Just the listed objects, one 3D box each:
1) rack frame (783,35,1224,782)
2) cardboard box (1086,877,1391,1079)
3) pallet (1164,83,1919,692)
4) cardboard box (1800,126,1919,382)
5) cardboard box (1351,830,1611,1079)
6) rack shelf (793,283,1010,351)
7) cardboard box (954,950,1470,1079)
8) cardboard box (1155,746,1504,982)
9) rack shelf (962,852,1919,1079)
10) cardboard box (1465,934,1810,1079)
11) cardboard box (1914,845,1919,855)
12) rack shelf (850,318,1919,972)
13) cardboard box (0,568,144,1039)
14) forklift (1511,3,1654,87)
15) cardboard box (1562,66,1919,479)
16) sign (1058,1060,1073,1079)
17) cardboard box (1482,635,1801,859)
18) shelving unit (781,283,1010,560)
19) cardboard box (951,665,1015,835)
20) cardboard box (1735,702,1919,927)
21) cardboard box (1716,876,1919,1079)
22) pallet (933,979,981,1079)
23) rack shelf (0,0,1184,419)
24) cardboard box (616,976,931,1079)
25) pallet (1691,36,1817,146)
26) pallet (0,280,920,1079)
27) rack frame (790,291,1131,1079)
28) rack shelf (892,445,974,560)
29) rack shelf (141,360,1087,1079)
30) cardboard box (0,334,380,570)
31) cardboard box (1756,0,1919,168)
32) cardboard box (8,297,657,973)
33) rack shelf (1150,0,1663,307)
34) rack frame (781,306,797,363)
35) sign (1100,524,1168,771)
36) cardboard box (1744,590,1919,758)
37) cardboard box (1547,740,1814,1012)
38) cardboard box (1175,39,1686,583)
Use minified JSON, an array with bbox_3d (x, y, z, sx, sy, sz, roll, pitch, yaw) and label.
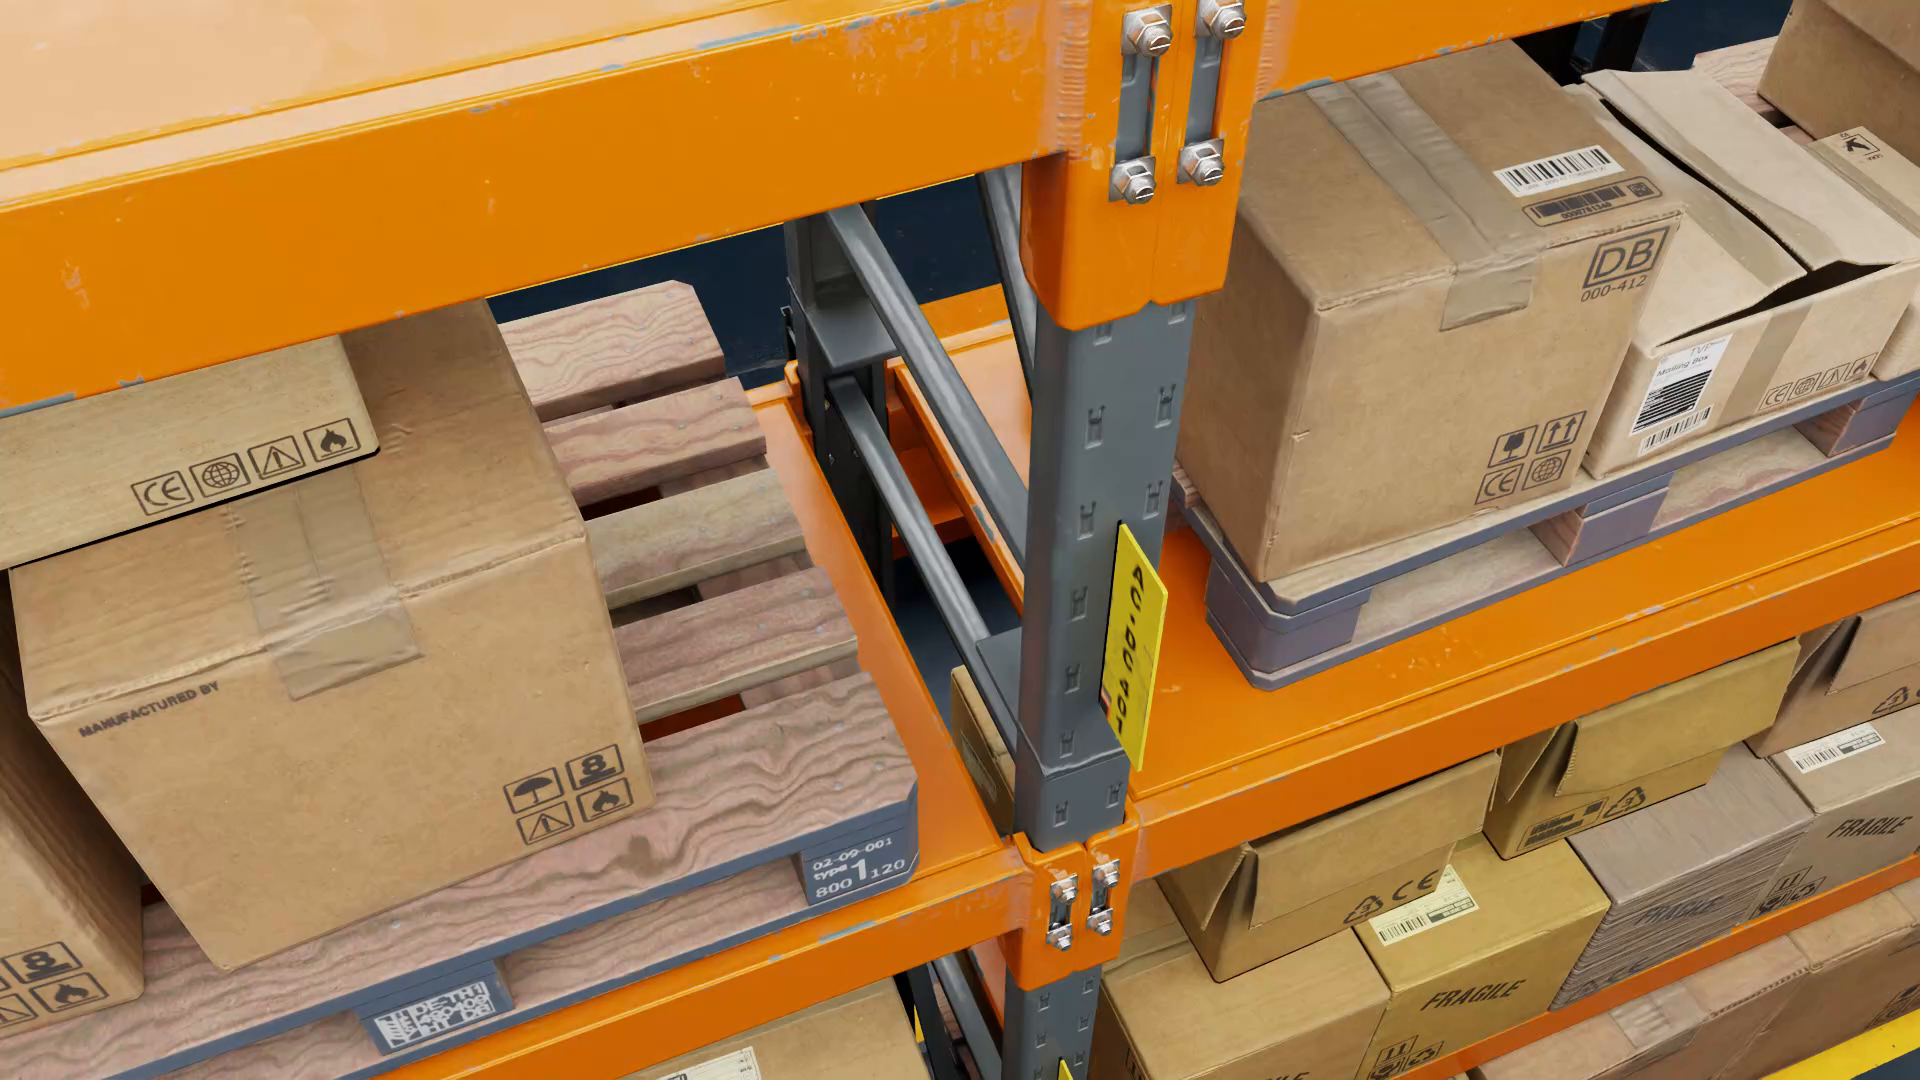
[{"bbox_3d":[-0.026,-1.049,1.219,0.127,3.000,1.000,-17,52,-14],"label":"rack frame"},{"bbox_3d":[0.494,0.916,3.420,0.500,0.500,0.500,-17,51,-14],"label":"cardboard box"},{"bbox_3d":[0.804,-0.307,2.686,1.217,0.209,0.805,-19,52,-16],"label":"pallet"},{"bbox_3d":[1.409,-0.449,2.570,0.250,0.149,0.380,-19,52,-16],"label":"cardboard box"},{"bbox_3d":[0.959,0.772,3.544,0.500,0.500,0.500,-17,51,-14],"label":"cardboard box"},{"bbox_3d":[-0.006,-0.555,5.600,1.000,0.278,0.538,-17,52,-14],"label":"rack shelf"},{"bbox_3d":[0.558,1.263,4.312,0.875,0.875,1.225,-17,51,-14],"label":"cardboard box"},{"bbox_3d":[0.562,0.357,3.239,0.637,0.503,0.797,-18,52,-15],"label":"cardboard box"},{"bbox_3d":[1.825,0.566,4.261,4.000,0.370,1.077,-17,52,-14],"label":"rack shelf"},{"bbox_3d":[1.385,1.006,4.532,0.875,0.875,1.225,-19,52,-15],"label":"cardboard box"},{"bbox_3d":[2.370,0.331,3.923,0.500,0.500,0.500,-19,52,-15],"label":"cardboard box"},{"bbox_3d":[1.825,-0.411,3.123,4.000,0.370,1.077,-17,52,-14],"label":"rack shelf"},{"bbox_3d":[-1.228,0.144,1.763,0.500,0.500,0.700,-15,51,-12],"label":"cardboard box"},{"bbox_3d":[2.106,-1.833,5.892,3.031,2.935,1.130,-21,53,-17],"label":"forklift"},{"bbox_3d":[1.023,-0.431,2.448,0.500,0.311,0.500,-19,52,-15],"label":"cardboard box"},{"bbox_3d":[0.185,0.987,2.802,0.005,0.325,0.100,-17,52,-14],"label":"sign"},{"bbox_3d":[1.202,0.168,3.401,0.637,0.503,0.797,-17,51,-14],"label":"cardboard box"},{"bbox_3d":[-0.006,-0.365,5.822,1.048,1.125,0.538,-17,52,-14],"label":"shelving unit"},{"bbox_3d":[0.303,0.547,3.737,0.500,0.500,0.500,-17,51,-14],"label":"cardboard box"},{"bbox_3d":[1.899,0.476,3.798,0.500,0.500,0.500,-16,51,-14],"label":"cardboard box"},{"bbox_3d":[2.202,0.747,4.755,0.875,0.875,1.225,-17,51,-14],"label":"cardboard box"},{"bbox_3d":[0.659,1.540,4.789,1.213,0.211,1.003,-17,52,-14],"label":"pallet"},{"bbox_3d":[-1.878,-0.111,1.151,4.000,0.370,1.077,-17,52,-14],"label":"rack shelf"},{"bbox_3d":[-0.351,0.933,2.880,0.500,0.500,0.500,-16,51,-13],"label":"cardboard box"},{"bbox_3d":[2.066,-0.613,2.946,1.213,0.211,1.003,-15,51,-13],"label":"pallet"},{"bbox_3d":[-0.788,0.184,2.196,1.213,0.211,1.003,-17,52,-14],"label":"pallet"},{"bbox_3d":[-0.026,0.905,3.495,0.127,3.000,1.000,-17,52,-14],"label":"rack frame"},{"bbox_3d":[-0.006,-0.205,6.007,1.000,0.278,0.538,-17,52,-14],"label":"rack shelf"},{"bbox_3d":[-1.878,0.736,2.138,4.000,0.370,1.077,-17,52,-14],"label":"rack shelf"},{"bbox_3d":[-0.900,-0.253,1.610,0.500,0.250,0.500,-20,52,-17],"label":"cardboard box"},{"bbox_3d":[1.793,-0.789,2.628,0.637,0.503,0.797,-18,52,-15],"label":"cardboard box"},{"bbox_3d":[-0.728,-0.007,1.893,0.500,0.500,0.700,-20,52,-16],"label":"cardboard box"},{"bbox_3d":[1.825,-1.258,2.137,4.000,0.370,1.077,-17,52,-14],"label":"rack shelf"},{"bbox_3d":[-0.477,-0.219,5.696,0.032,1.125,0.500,-17,52,-14],"label":"rack frame"},{"bbox_3d":[0.185,0.123,1.797,0.005,0.325,0.100,-17,52,-14],"label":"sign"},{"bbox_3d":[1.771,-0.021,3.564,0.637,0.503,0.797,-16,51,-13],"label":"cardboard box"},{"bbox_3d":[1.422,0.628,3.667,0.500,0.500,0.500,-18,52,-15],"label":"cardboard box"},{"bbox_3d":[0.507,-0.415,2.309,0.500,0.500,0.700,-16,51,-13],"label":"cardboard box"}]
